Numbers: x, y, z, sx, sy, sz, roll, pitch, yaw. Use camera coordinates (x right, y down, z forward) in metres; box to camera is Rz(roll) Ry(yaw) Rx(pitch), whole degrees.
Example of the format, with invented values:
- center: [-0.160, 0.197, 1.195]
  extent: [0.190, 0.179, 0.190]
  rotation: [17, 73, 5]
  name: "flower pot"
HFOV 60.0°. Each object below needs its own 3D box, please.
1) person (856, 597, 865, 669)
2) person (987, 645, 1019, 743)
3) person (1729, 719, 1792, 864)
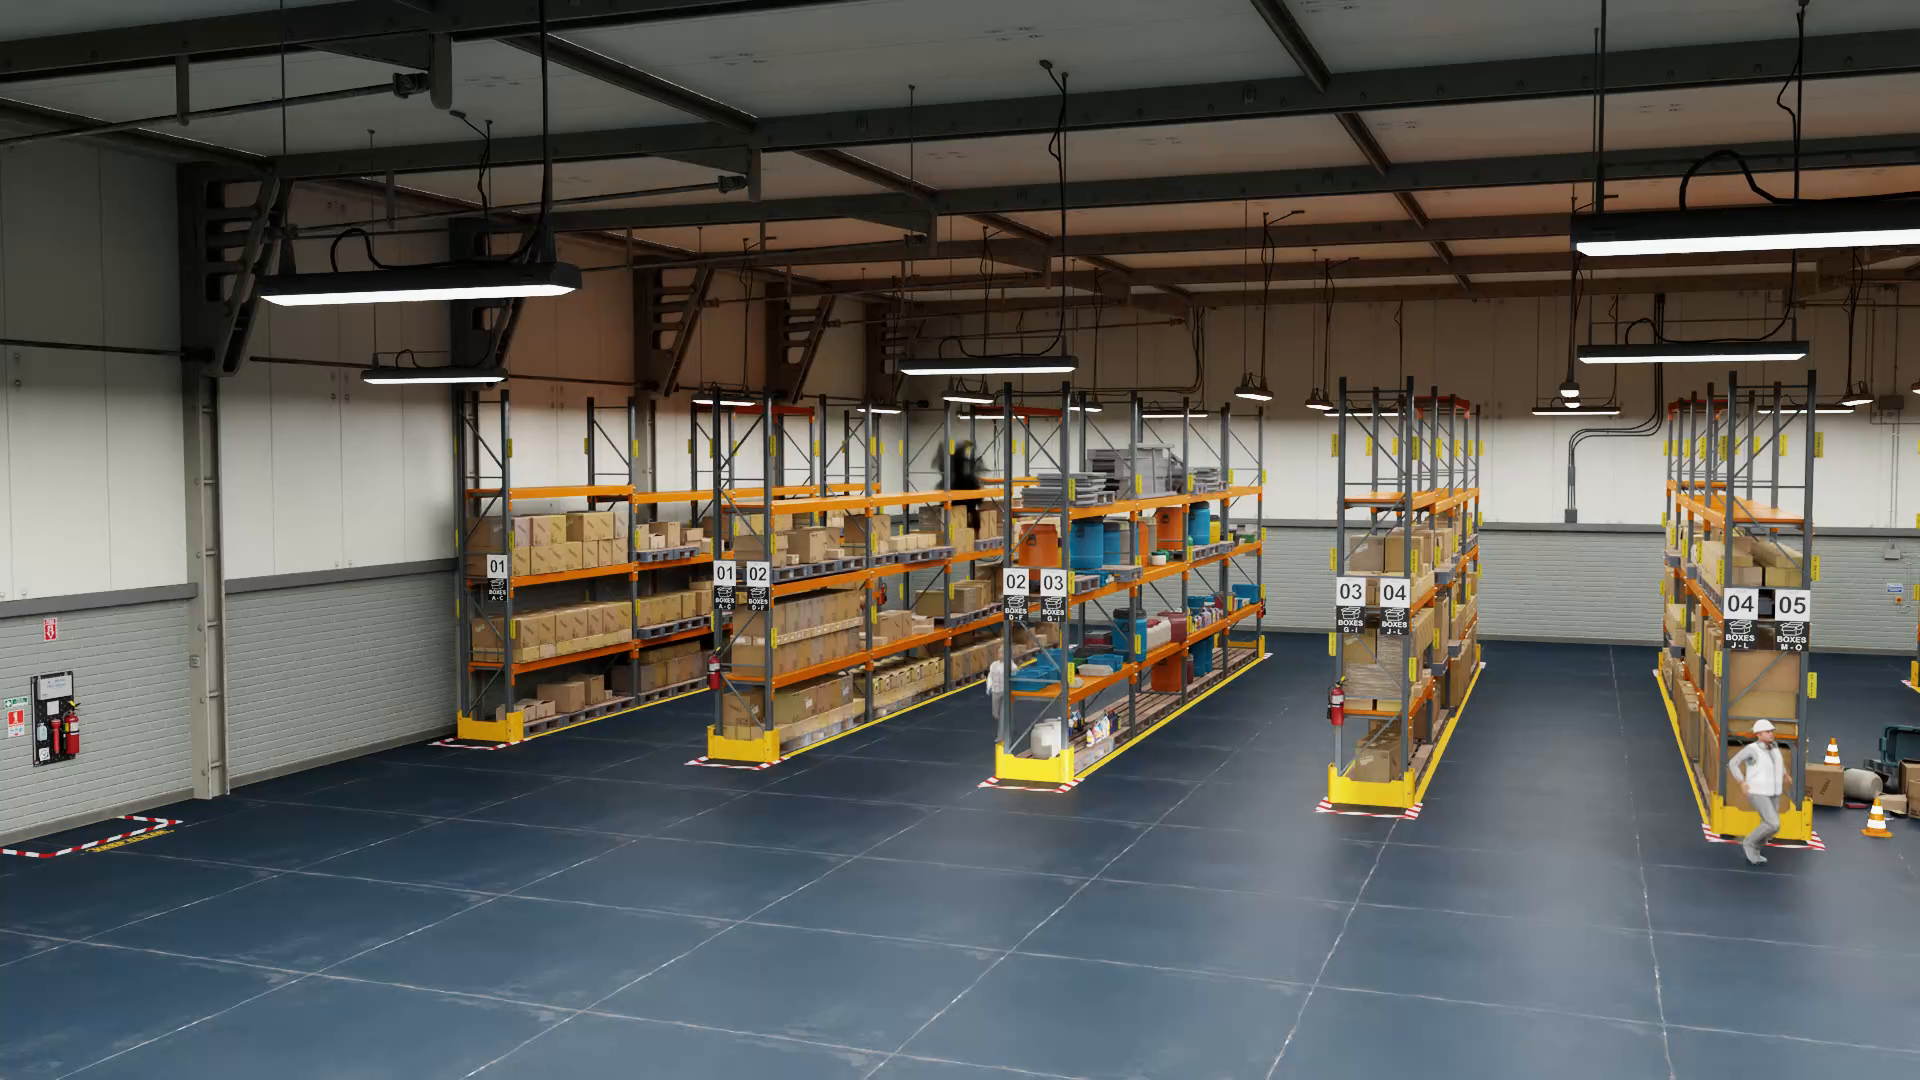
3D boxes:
- center: [-2.149, 2.132, 36.115]
  extent: [0.736, 1.789, 0.898]
  rotation: [1, 3, 15]
  name: "person"
- center: [0.748, 2.610, 28.475]
  extent: [0.615, 1.658, 0.642]
  rotation: [1, 3, 18]
  name: "person"
- center: [9.638, 3.021, 19.886]
  extent: [0.641, 1.733, 0.646]
  rotation: [-1, 3, -23]
  name: "person"
